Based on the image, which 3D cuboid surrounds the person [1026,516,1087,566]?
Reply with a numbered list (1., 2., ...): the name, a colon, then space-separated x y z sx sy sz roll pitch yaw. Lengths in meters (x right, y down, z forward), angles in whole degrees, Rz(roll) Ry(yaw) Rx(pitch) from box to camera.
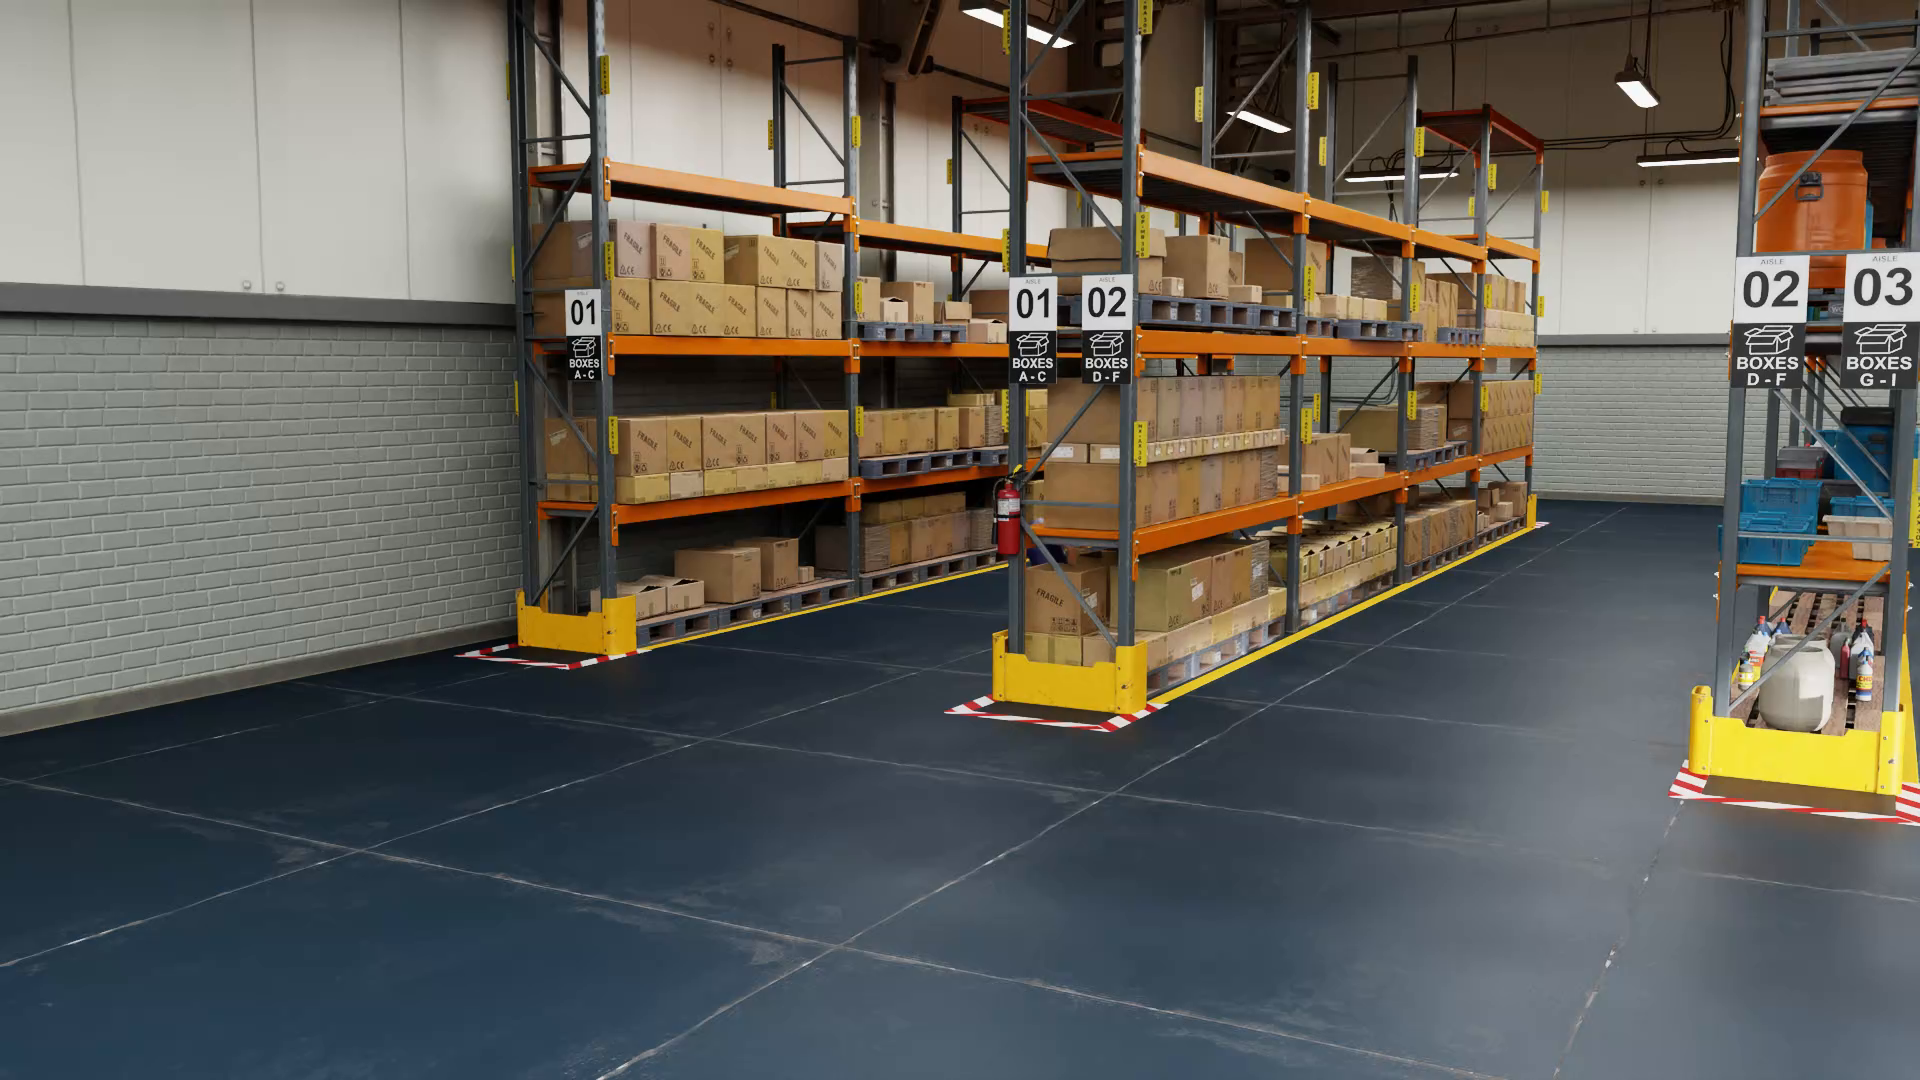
1. person: 1.063 0.182 16.717 0.782 1.234 0.475 3 7 27
